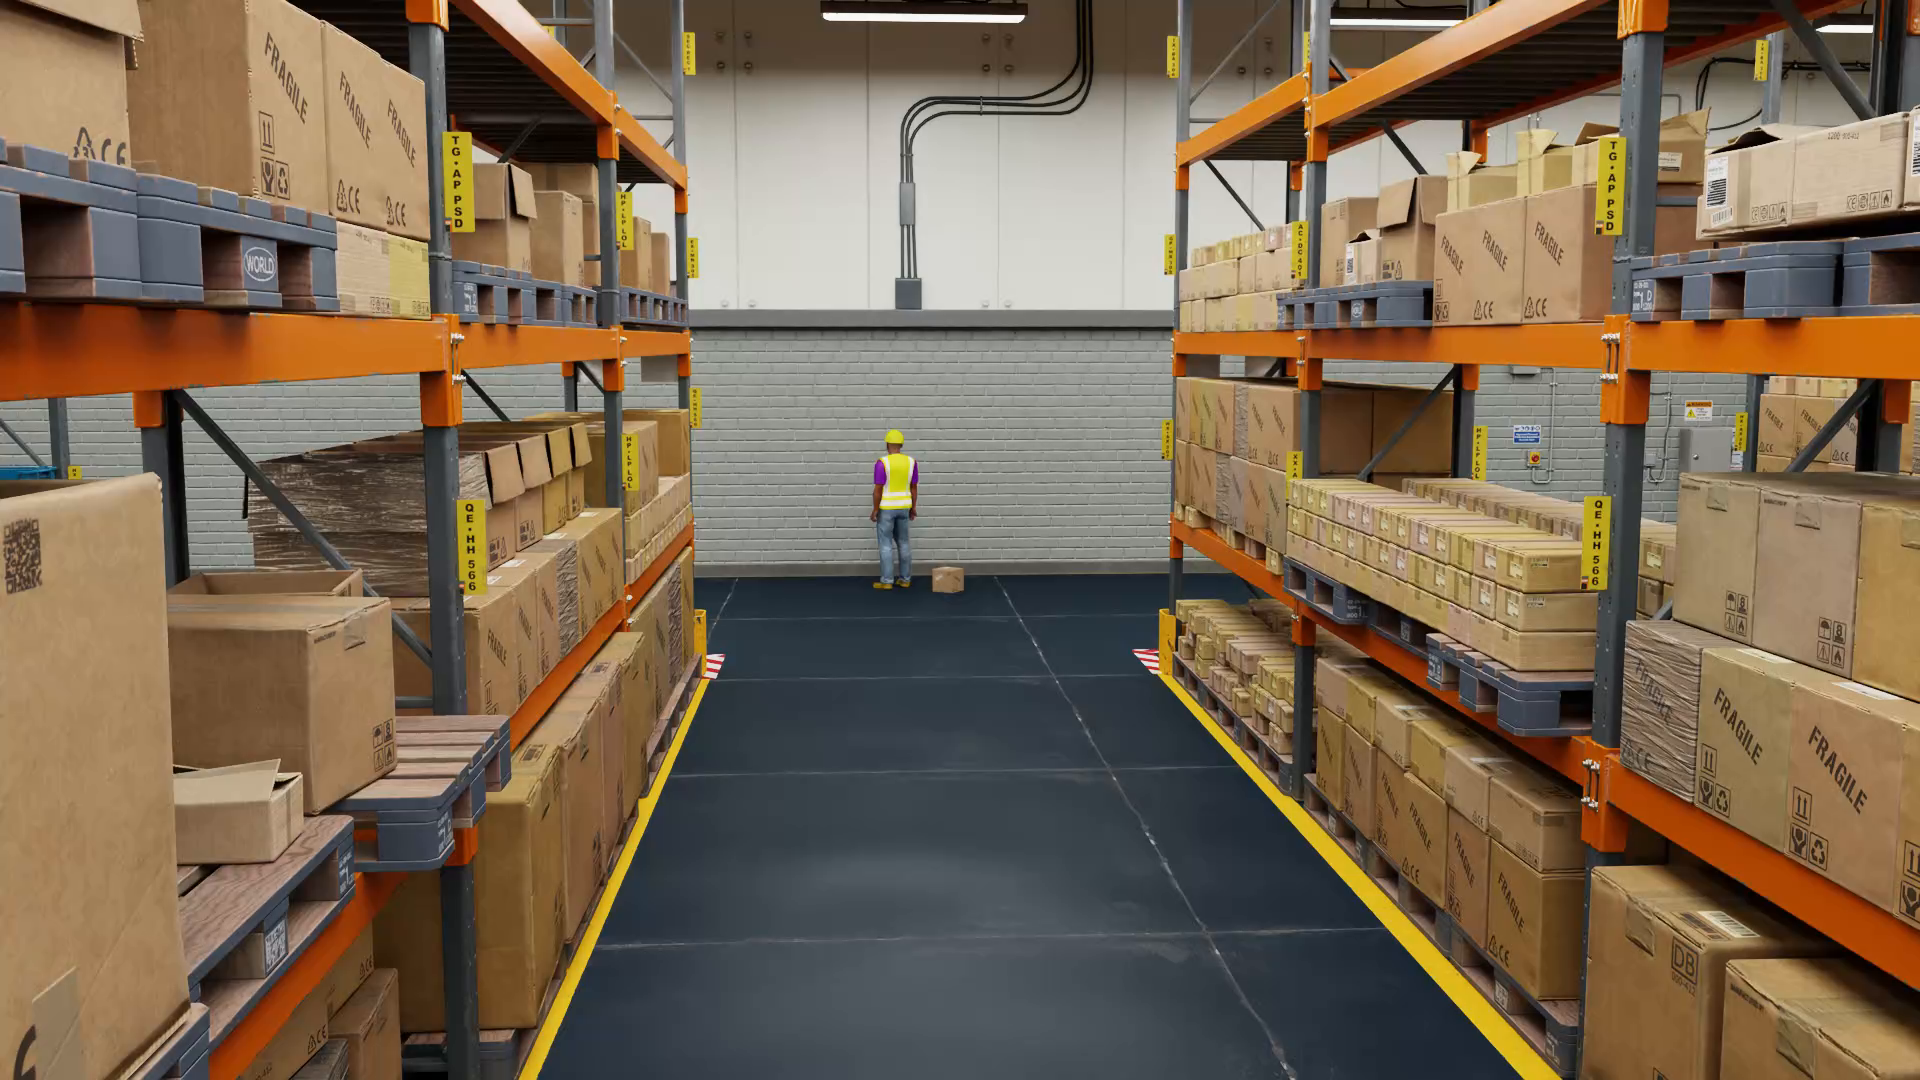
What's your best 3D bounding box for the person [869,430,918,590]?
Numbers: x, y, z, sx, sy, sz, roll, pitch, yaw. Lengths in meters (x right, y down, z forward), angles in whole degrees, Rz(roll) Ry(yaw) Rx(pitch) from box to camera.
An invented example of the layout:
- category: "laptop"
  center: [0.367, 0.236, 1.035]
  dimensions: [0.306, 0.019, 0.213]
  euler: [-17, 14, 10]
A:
- category: "person"
  center: [-0.749, -0.345, 18.523]
  dimensions: [0.564, 1.771, 0.390]
  euler: [-4, 8, -30]
